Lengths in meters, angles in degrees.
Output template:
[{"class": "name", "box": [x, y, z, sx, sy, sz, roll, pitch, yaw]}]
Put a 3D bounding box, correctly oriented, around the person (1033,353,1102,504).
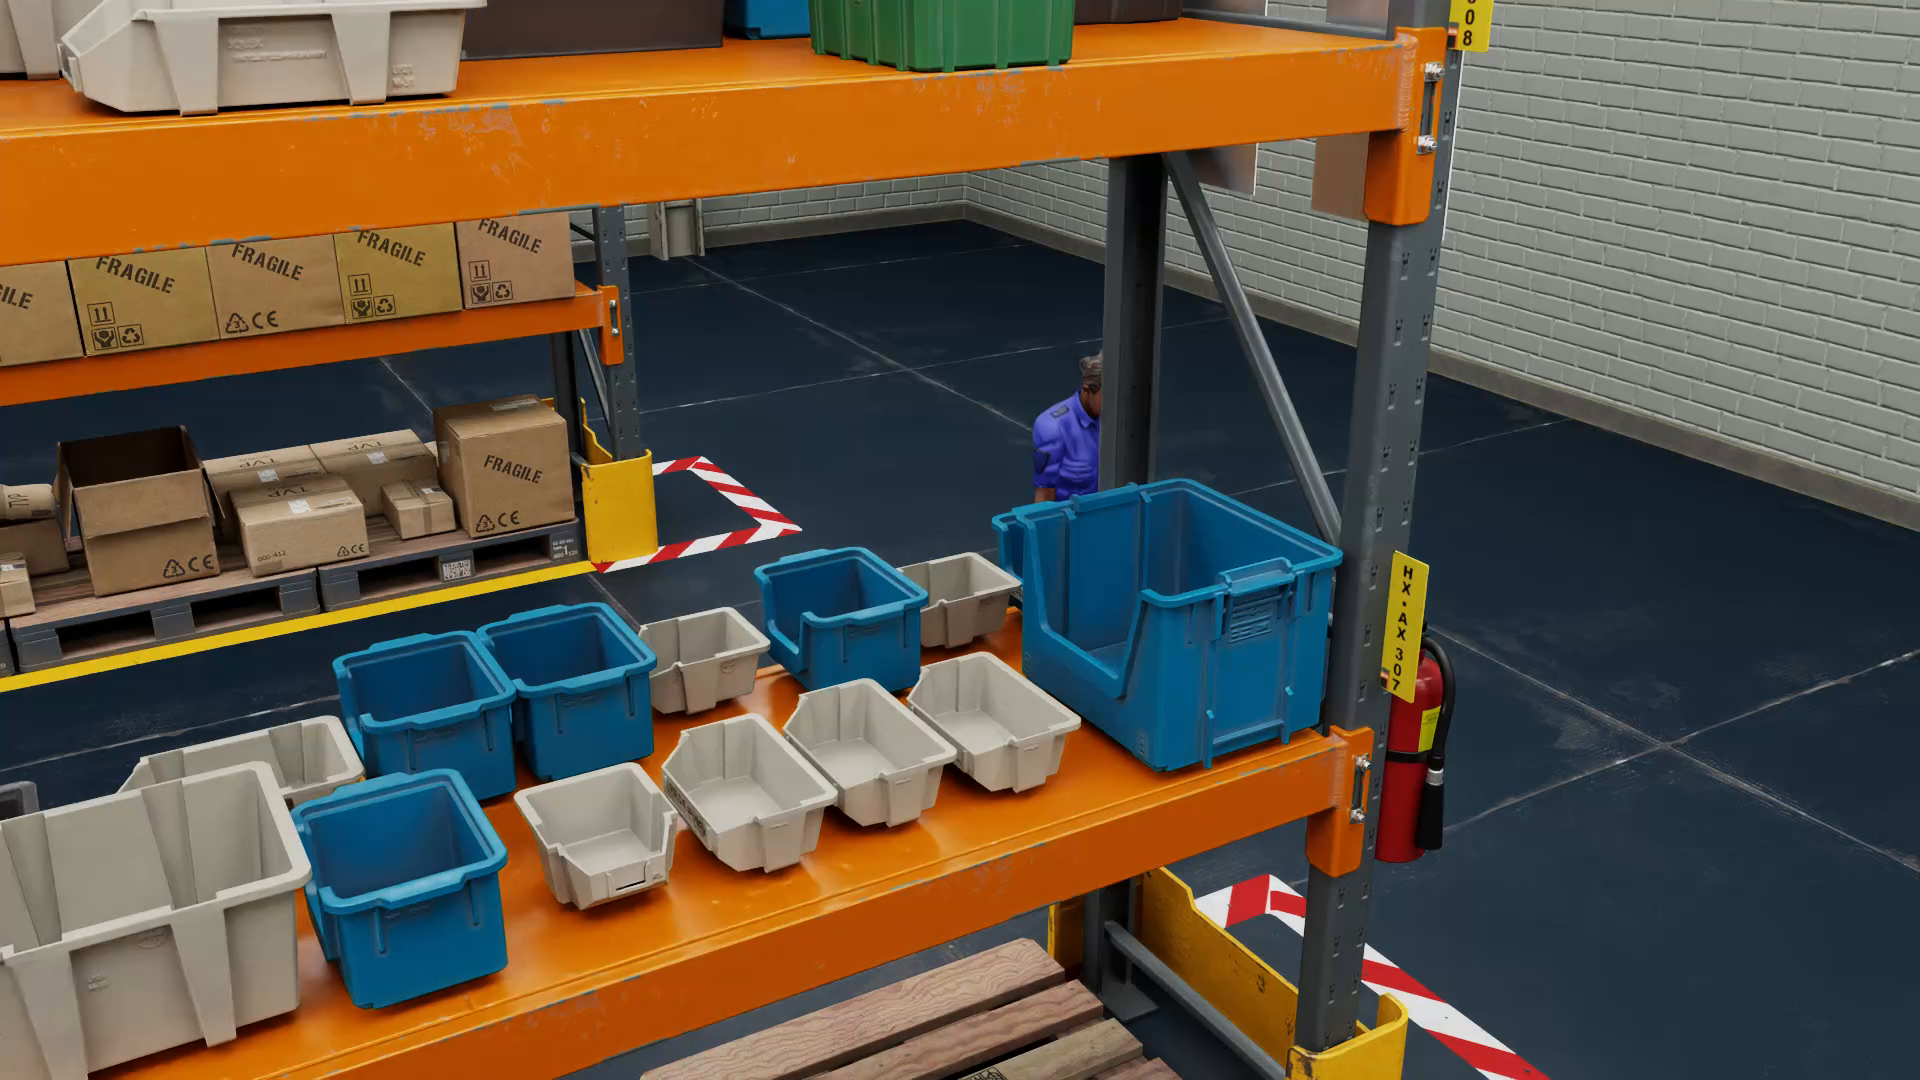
[{"class": "person", "box": [0.459, 0.060, 6.058, 0.465, 1.588, 0.411, -12, 25, -27]}]
